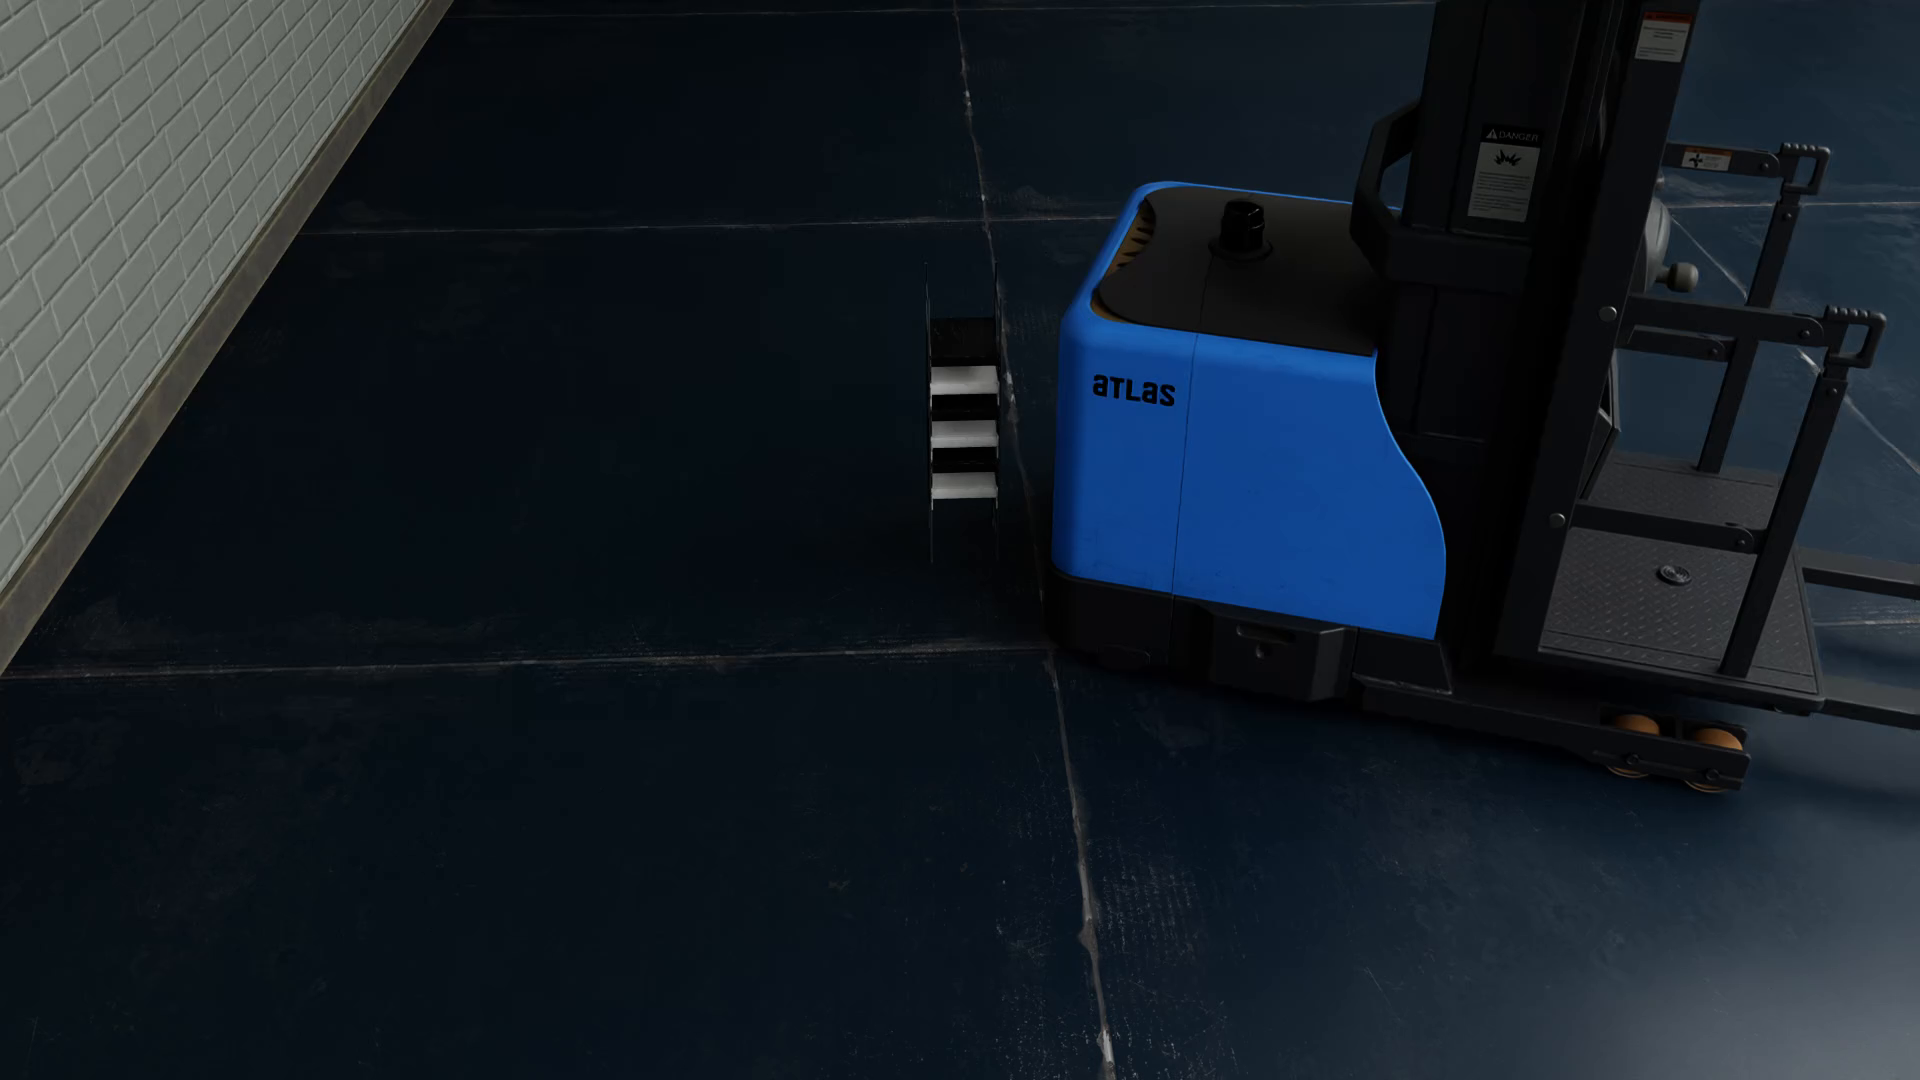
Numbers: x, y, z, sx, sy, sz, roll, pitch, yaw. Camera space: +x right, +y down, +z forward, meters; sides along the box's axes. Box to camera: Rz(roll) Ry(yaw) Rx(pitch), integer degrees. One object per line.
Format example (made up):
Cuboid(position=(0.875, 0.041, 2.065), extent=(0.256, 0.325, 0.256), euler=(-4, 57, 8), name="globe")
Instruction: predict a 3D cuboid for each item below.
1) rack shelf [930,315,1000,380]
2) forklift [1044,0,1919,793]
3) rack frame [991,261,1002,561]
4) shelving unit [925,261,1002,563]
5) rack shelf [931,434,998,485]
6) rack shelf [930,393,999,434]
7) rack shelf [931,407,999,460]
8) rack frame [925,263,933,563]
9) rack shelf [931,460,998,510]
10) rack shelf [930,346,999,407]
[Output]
Cuboid(position=(0.008, -0.565, 4.860), extent=(0.200, 0.077, 0.258), euler=(-2, 35, -2), name="rack shelf")
Cuboid(position=(1.815, -0.891, 3.961), extent=(3.031, 2.935, 1.130), euler=(10, 36, 14), name="forklift")
Cuboid(position=(0.110, -0.373, 4.998), extent=(0.006, 0.900, 0.240), euler=(-2, 35, -2), name="rack frame")
Cuboid(position=(0.008, -0.370, 4.994), extent=(0.210, 0.900, 0.258), euler=(-2, 35, -2), name="shelving unit")
Cuboid(position=(0.008, -0.269, 5.064), extent=(0.200, 0.077, 0.258), euler=(-2, 35, -2), name="rack shelf")
Cuboid(position=(0.008, -0.417, 4.962), extent=(0.200, 0.077, 0.258), euler=(-2, 35, -2), name="rack shelf")
Cuboid(position=(0.008, -0.343, 5.013), extent=(0.200, 0.077, 0.258), euler=(-2, 35, -2), name="rack shelf")
Cuboid(position=(-0.093, -0.368, 4.990), extent=(0.006, 0.900, 0.240), euler=(-2, 35, -2), name="rack frame")
Cuboid(position=(0.008, -0.195, 5.116), extent=(0.200, 0.077, 0.258), euler=(-2, 35, -2), name="rack shelf")
Cuboid(position=(0.008, -0.491, 4.911), extent=(0.200, 0.077, 0.258), euler=(-2, 35, -2), name="rack shelf")
